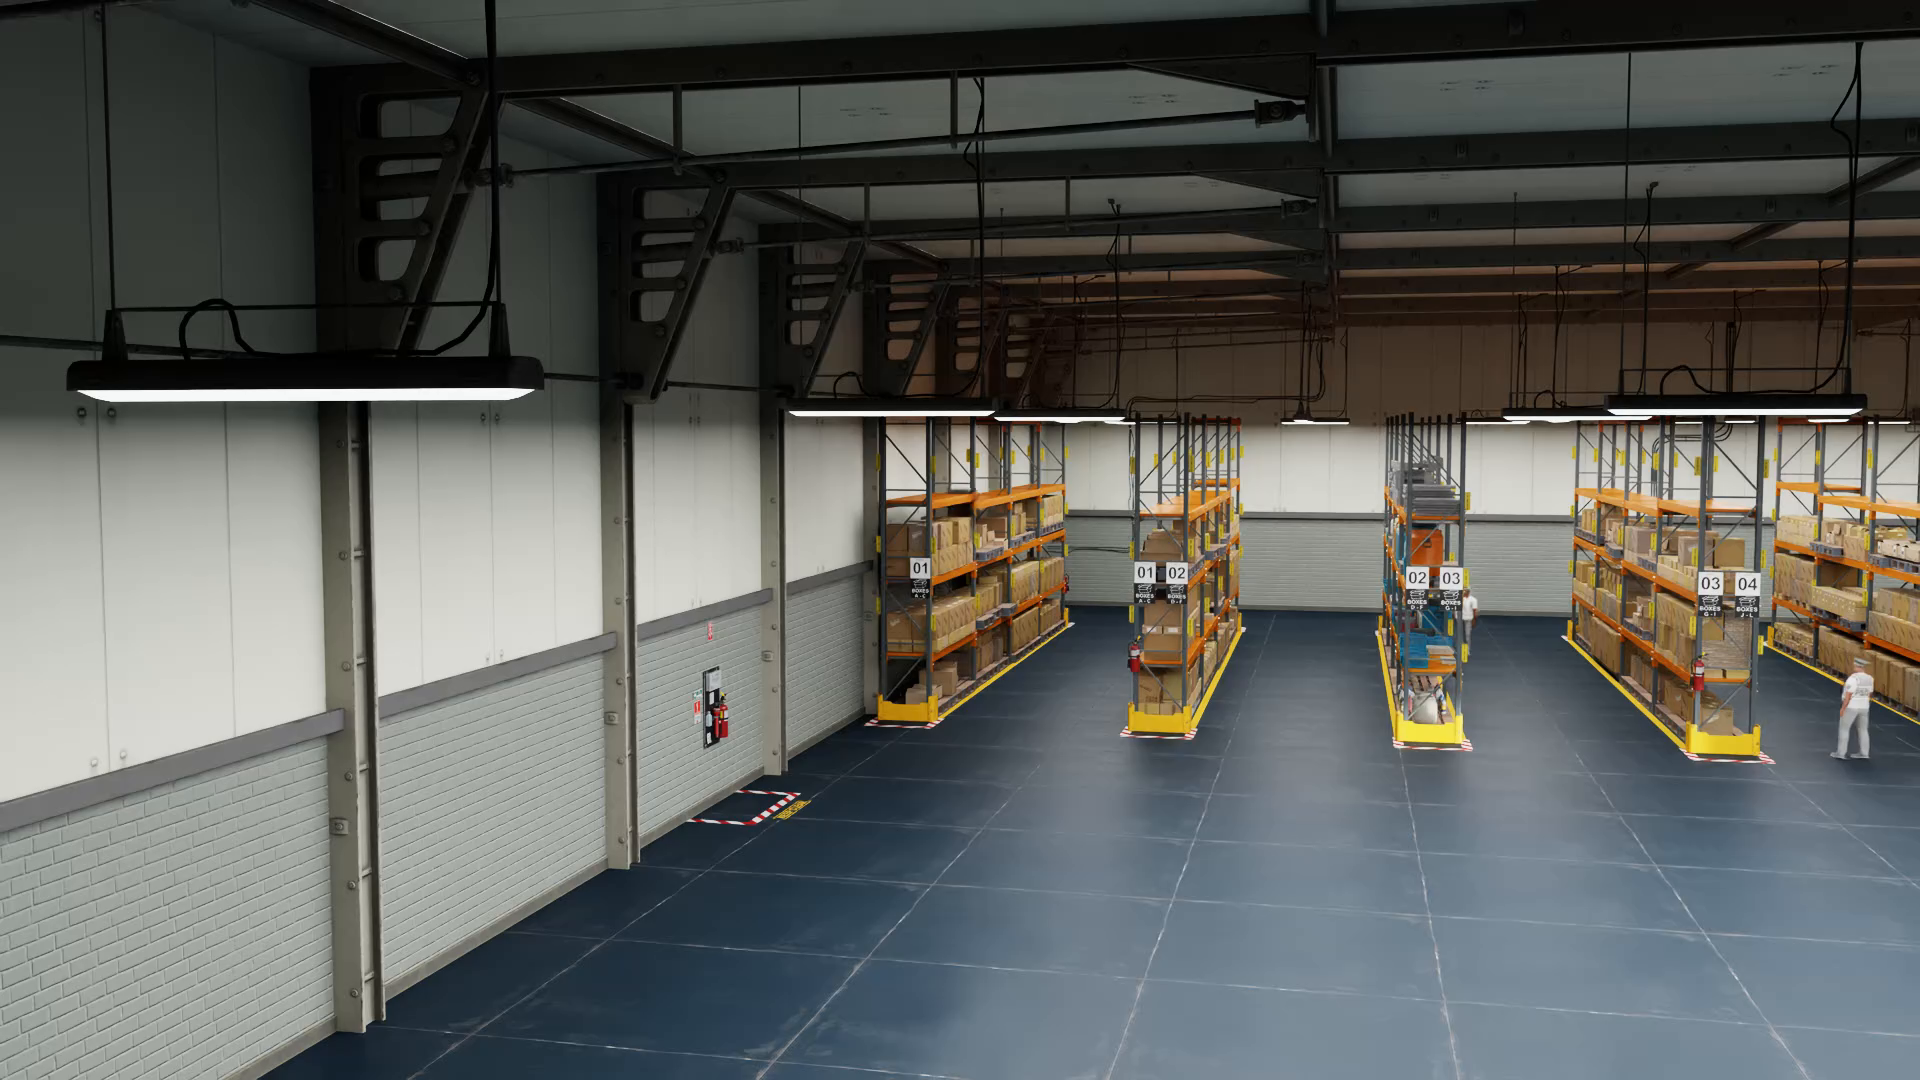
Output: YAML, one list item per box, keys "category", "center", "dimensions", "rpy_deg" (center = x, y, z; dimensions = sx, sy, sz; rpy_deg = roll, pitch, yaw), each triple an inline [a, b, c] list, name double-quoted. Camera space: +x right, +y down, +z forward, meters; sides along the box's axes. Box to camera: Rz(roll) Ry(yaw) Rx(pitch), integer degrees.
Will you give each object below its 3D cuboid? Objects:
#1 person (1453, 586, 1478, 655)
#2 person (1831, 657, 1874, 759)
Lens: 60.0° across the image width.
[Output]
- category: "person"
  center: [12.777, 2.011, 42.038]
  dimensions: [0.604, 1.770, 0.533]
  rpy_deg: [2, 4, 26]
- category: "person"
  center: [15.438, 2.904, 28.684]
  dimensions: [0.599, 1.771, 0.457]
  rpy_deg: [0, 4, -1]
